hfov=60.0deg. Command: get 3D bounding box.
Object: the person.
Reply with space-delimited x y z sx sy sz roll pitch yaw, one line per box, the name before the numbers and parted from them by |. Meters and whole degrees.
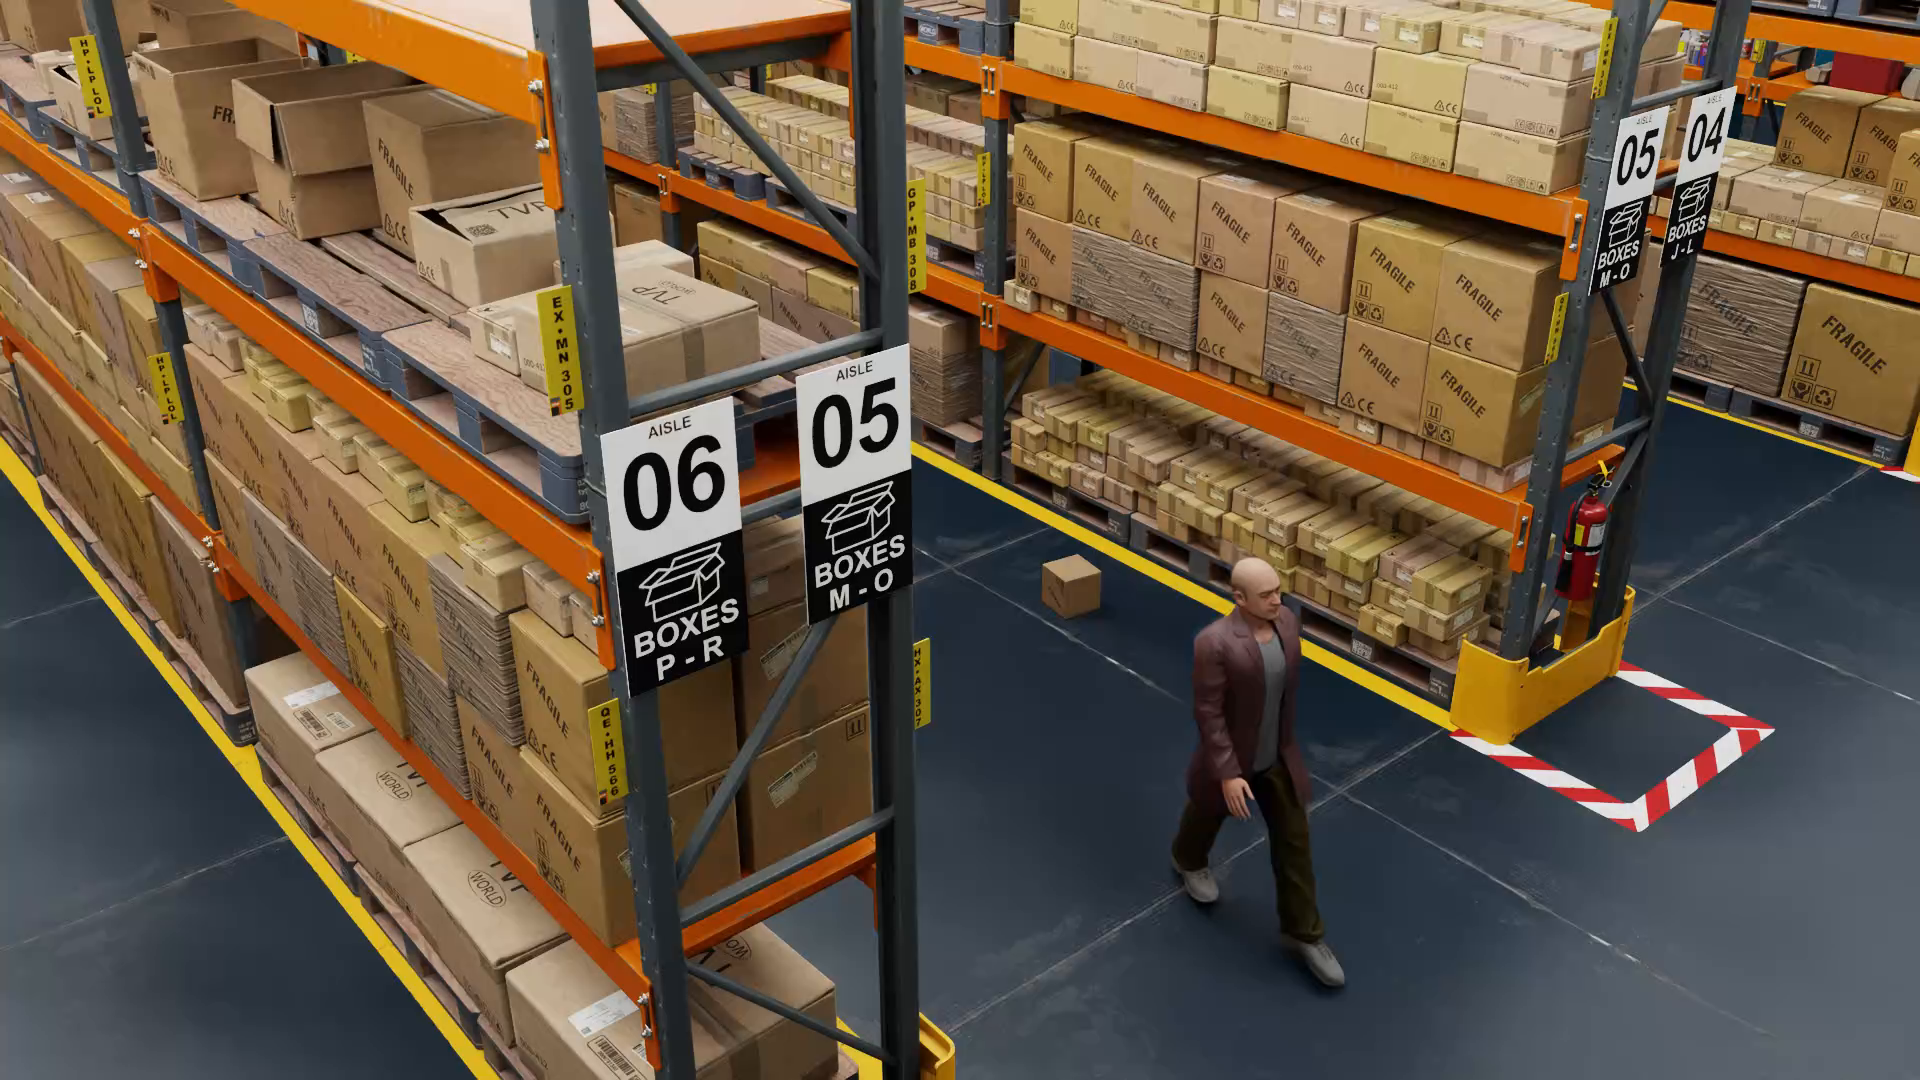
person | 1.234 0.915 6.871 0.571 1.733 1.022 -12 30 -21
